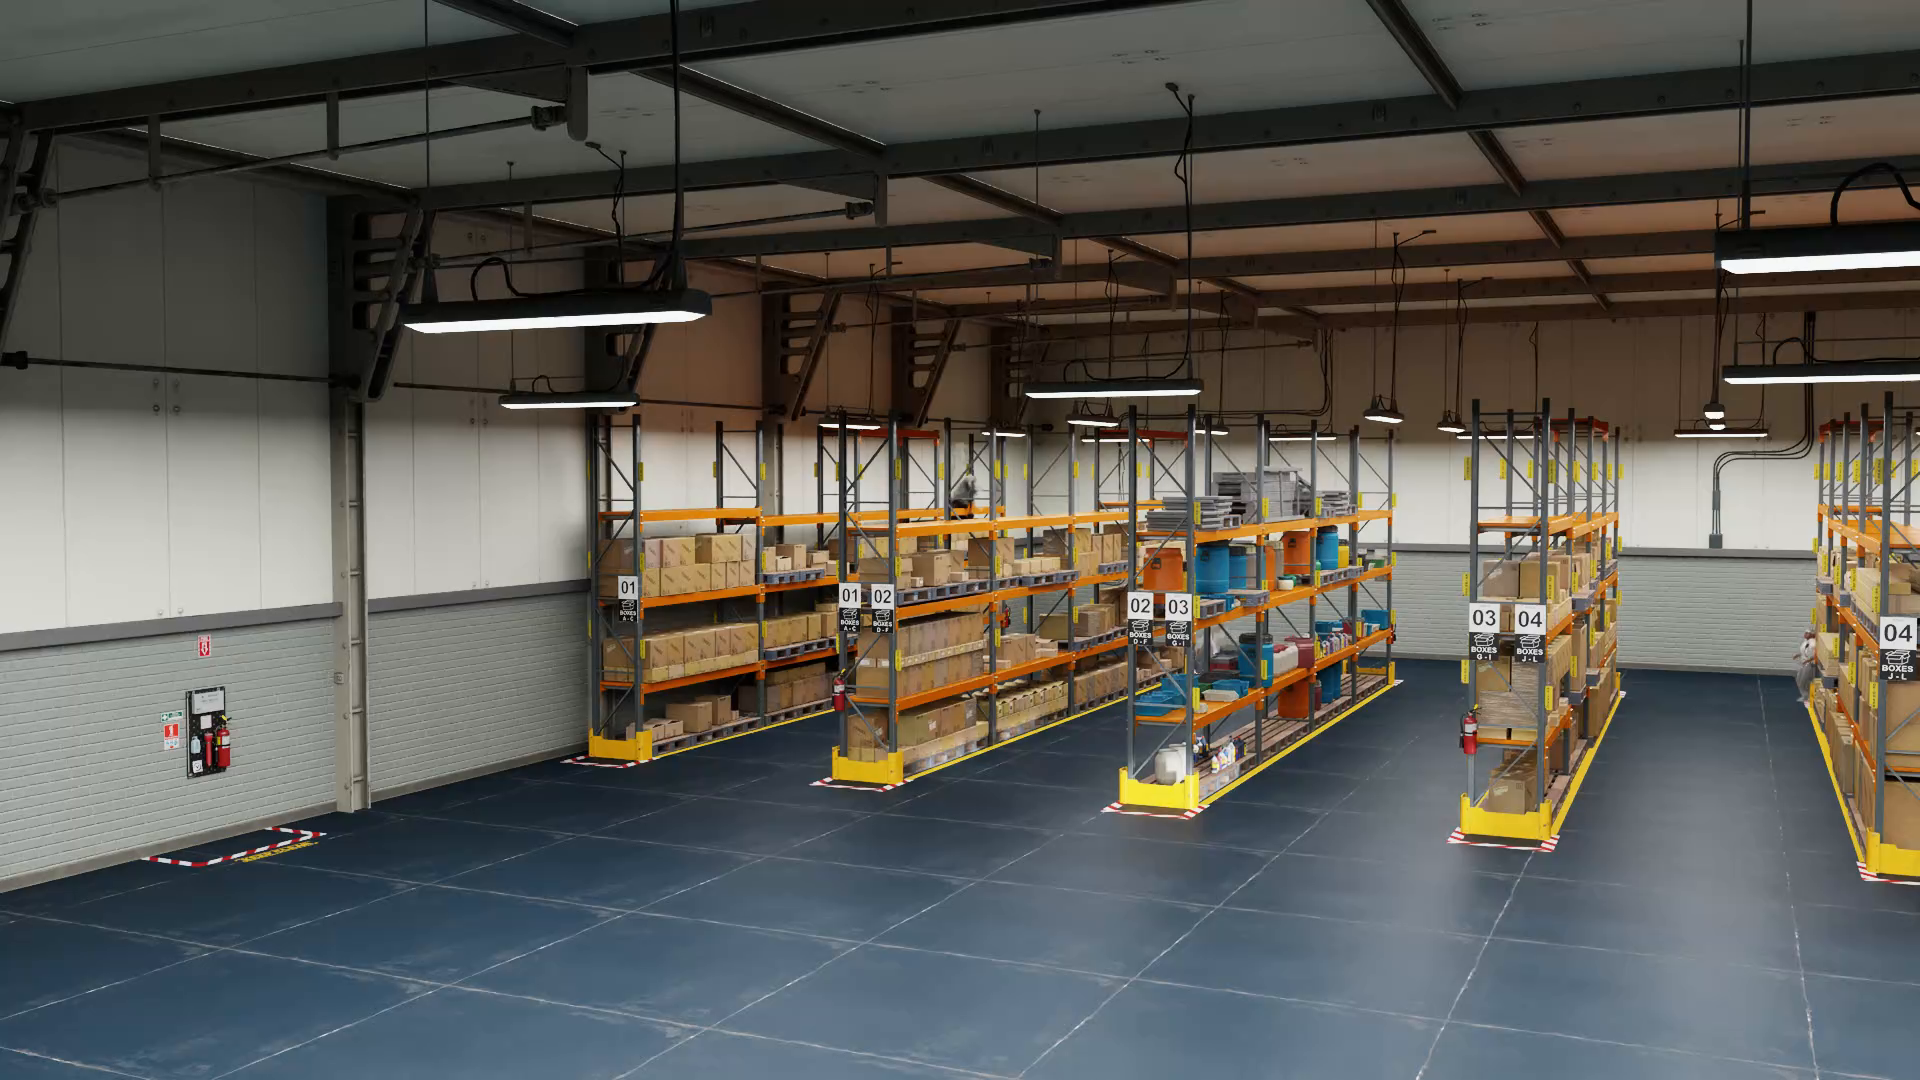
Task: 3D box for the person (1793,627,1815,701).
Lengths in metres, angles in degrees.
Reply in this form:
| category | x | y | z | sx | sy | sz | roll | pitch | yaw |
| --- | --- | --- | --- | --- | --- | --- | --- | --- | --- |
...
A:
| category | x | y | z | sx | sy | sz | roll | pitch | yaw |
| --- | --- | --- | --- | --- | --- | --- | --- | --- | --- |
| person | 18.488 | 2.706 | 36.181 | 0.583 | 1.654 | 0.606 | 0 | 2 | 4 |

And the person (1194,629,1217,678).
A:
| category | x | y | z | sx | sy | sz | roll | pitch | yaw |
| --- | --- | --- | --- | --- | --- | --- | --- | --- | --- |
| person | 5.403 | 2.721 | 36.704 | 0.524 | 1.561 | 0.694 | 1 | 2 | 13 |
